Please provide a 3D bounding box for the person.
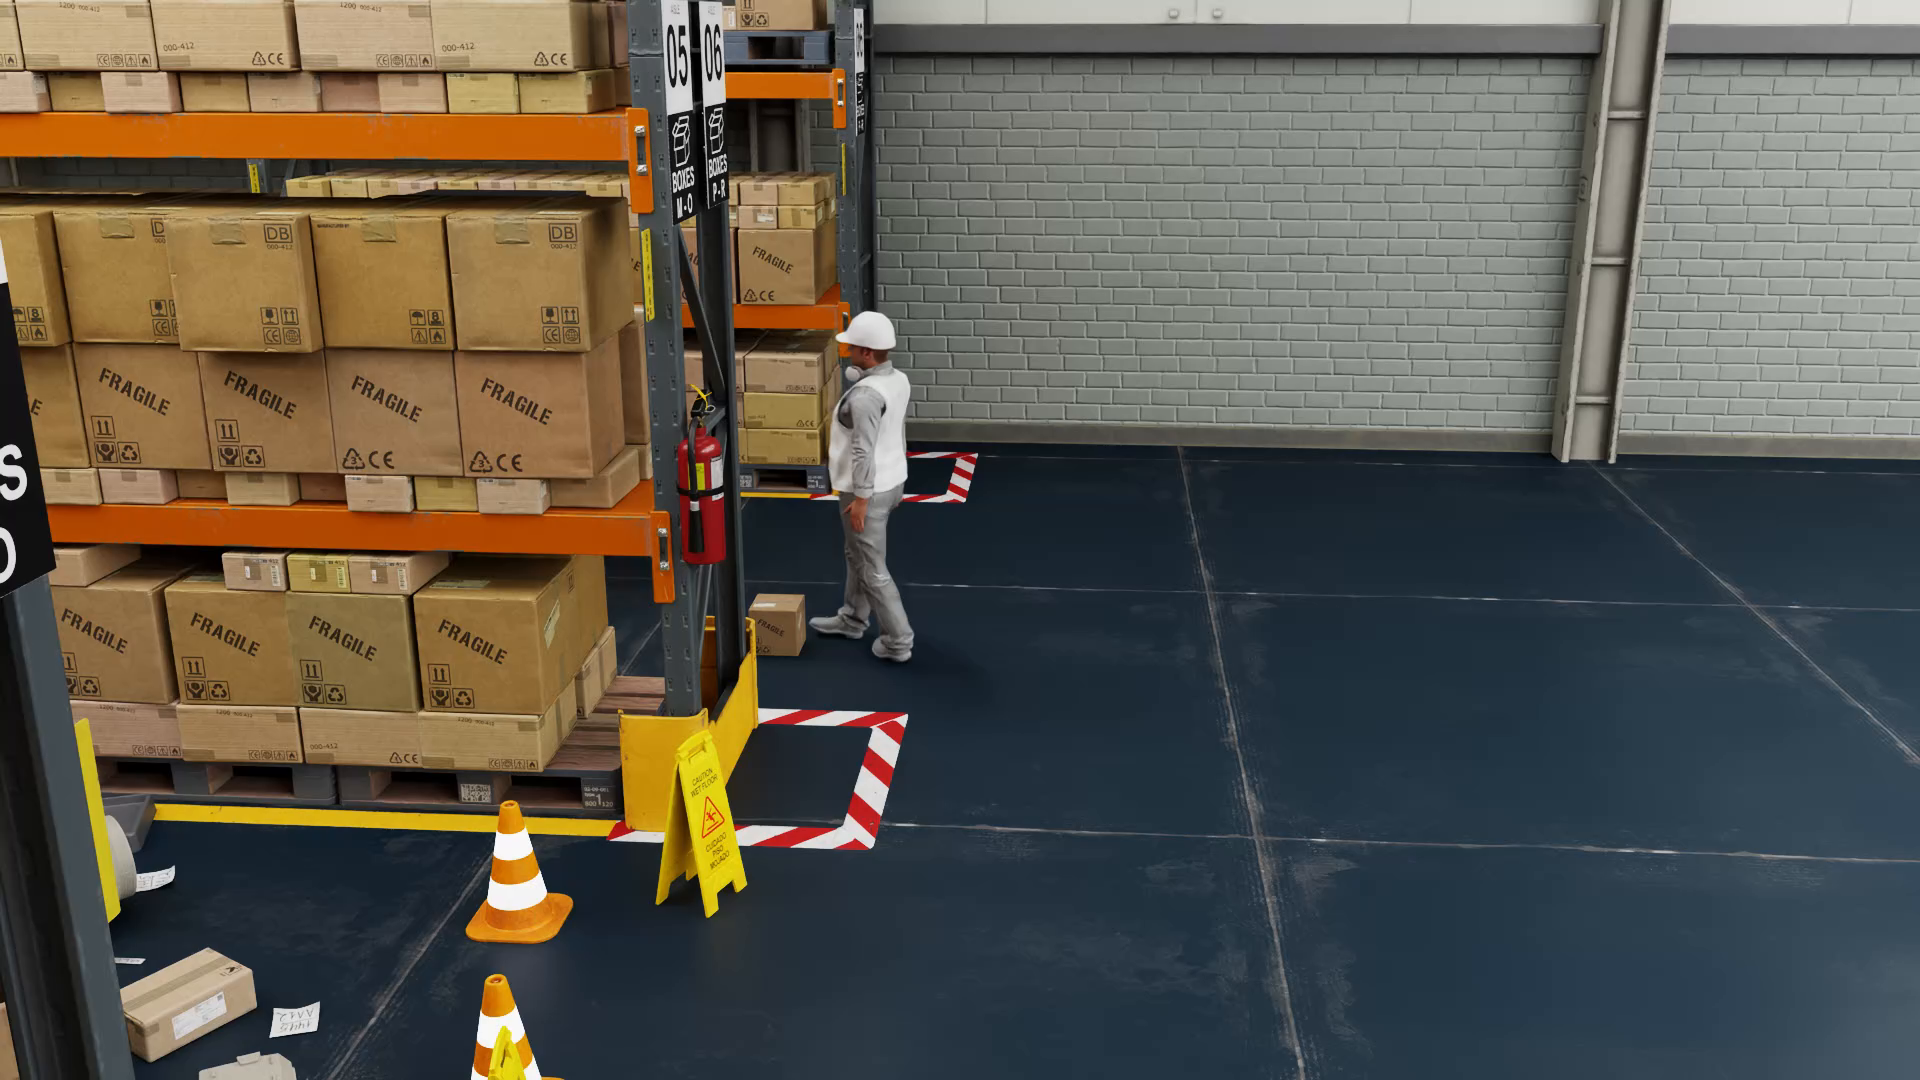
[{"bbox_3d":[-0.510,-0.283,8.412,0.686,1.773,0.574,6,18,20],"label":"person"}]
